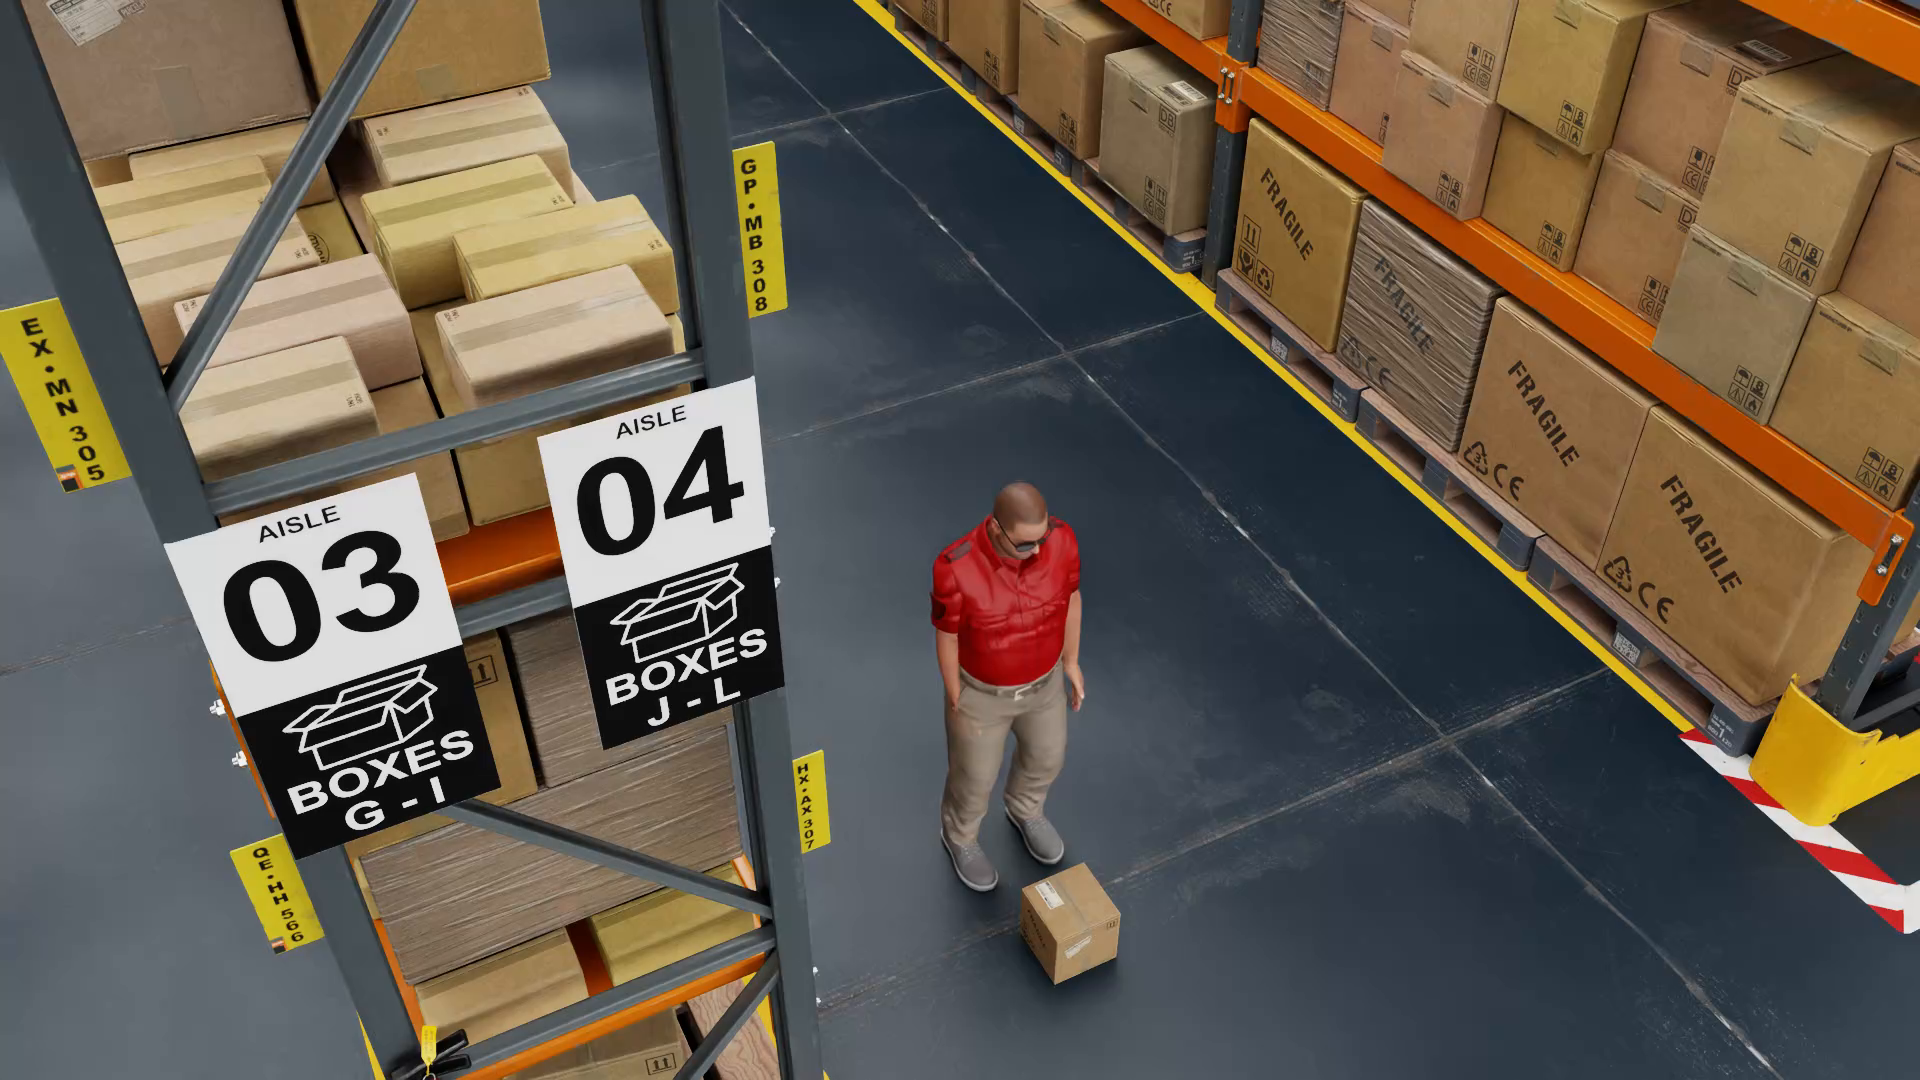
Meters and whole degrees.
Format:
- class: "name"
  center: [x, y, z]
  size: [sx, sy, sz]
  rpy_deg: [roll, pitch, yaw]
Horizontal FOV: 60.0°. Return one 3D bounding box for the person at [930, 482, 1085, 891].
- class: "person"
  center: [0.174, 0.480, 5.633]
  size: [0.534, 1.718, 0.356]
  rpy_deg: [-18, 44, -20]
